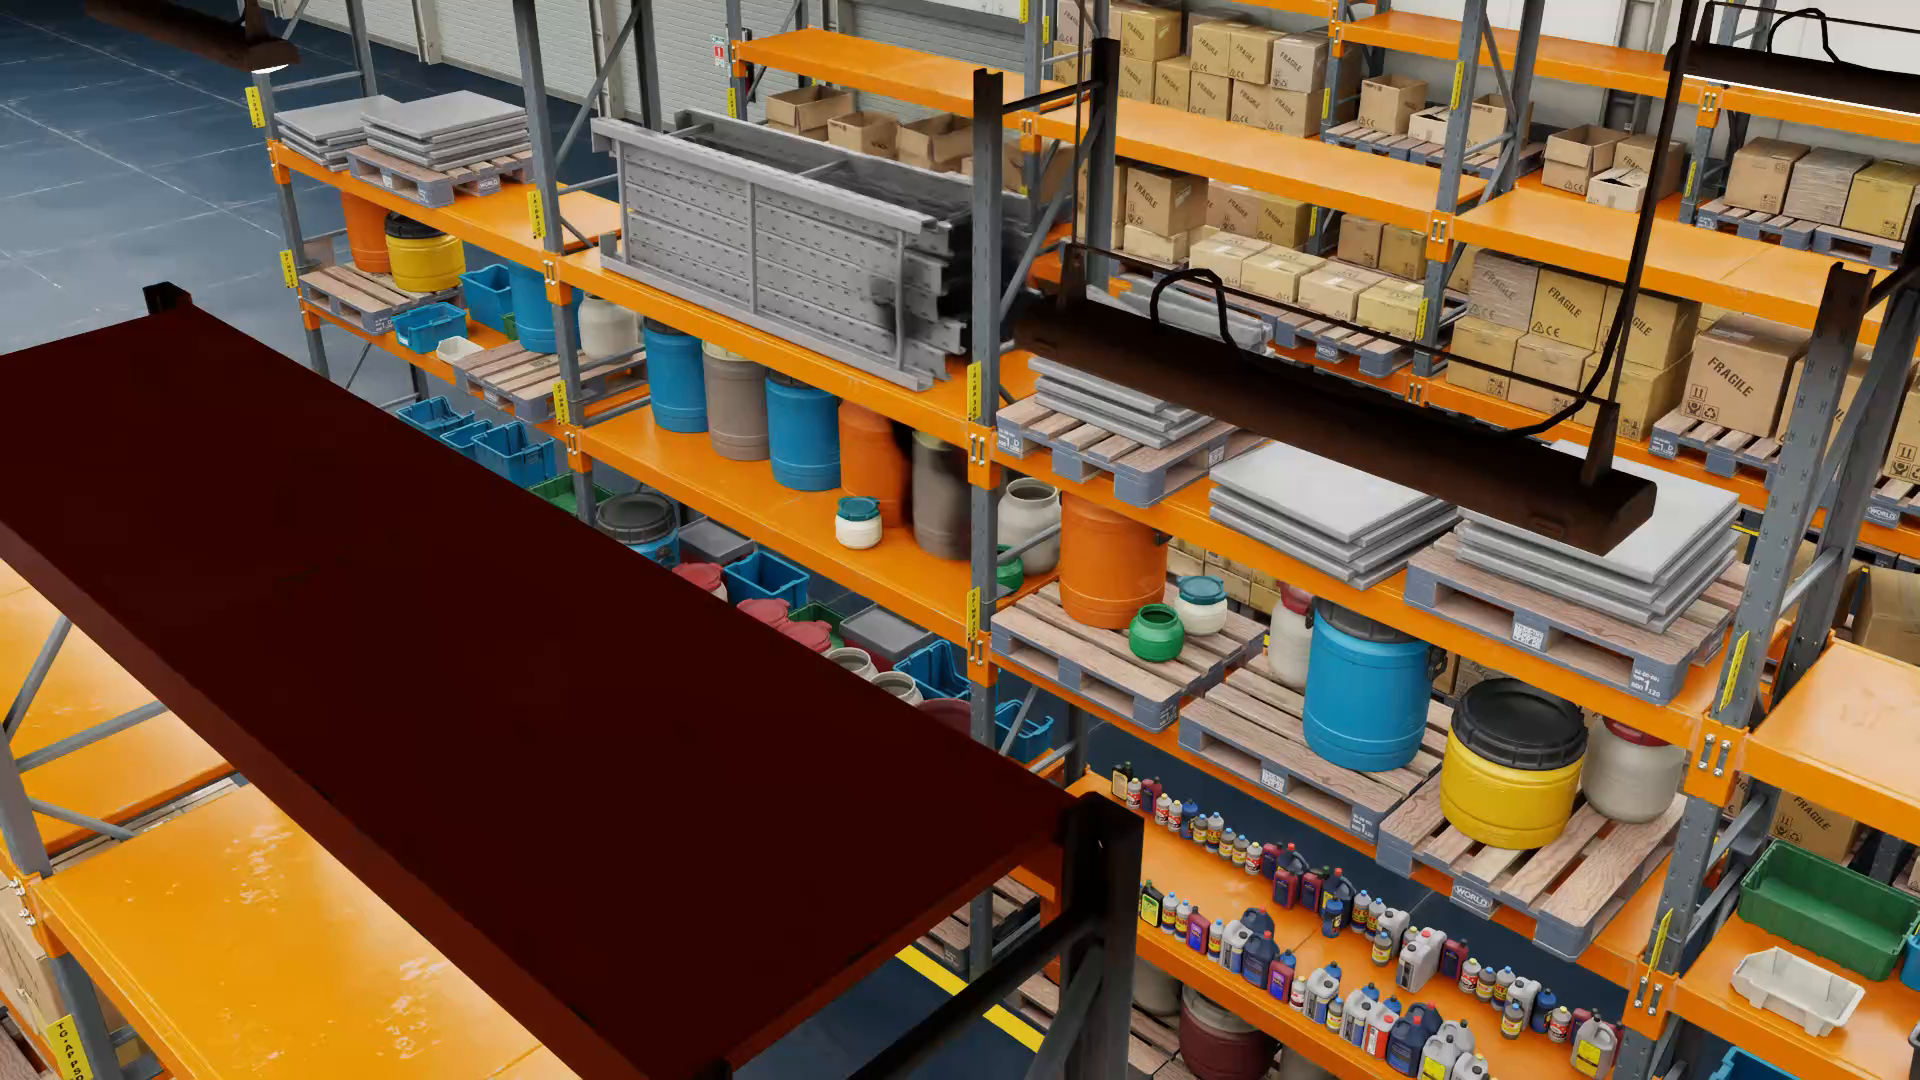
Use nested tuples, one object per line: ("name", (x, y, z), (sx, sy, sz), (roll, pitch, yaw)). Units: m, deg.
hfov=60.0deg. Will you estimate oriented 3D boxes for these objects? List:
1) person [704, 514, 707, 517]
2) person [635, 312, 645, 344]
("person", (-1.989, -0.180, 14.725), (0.860, 1.762, 0.667), (17, 34, 28))
("person", (-3.728, -2.799, 19.559), (0.694, 1.702, 0.619), (-7, 30, -12))
